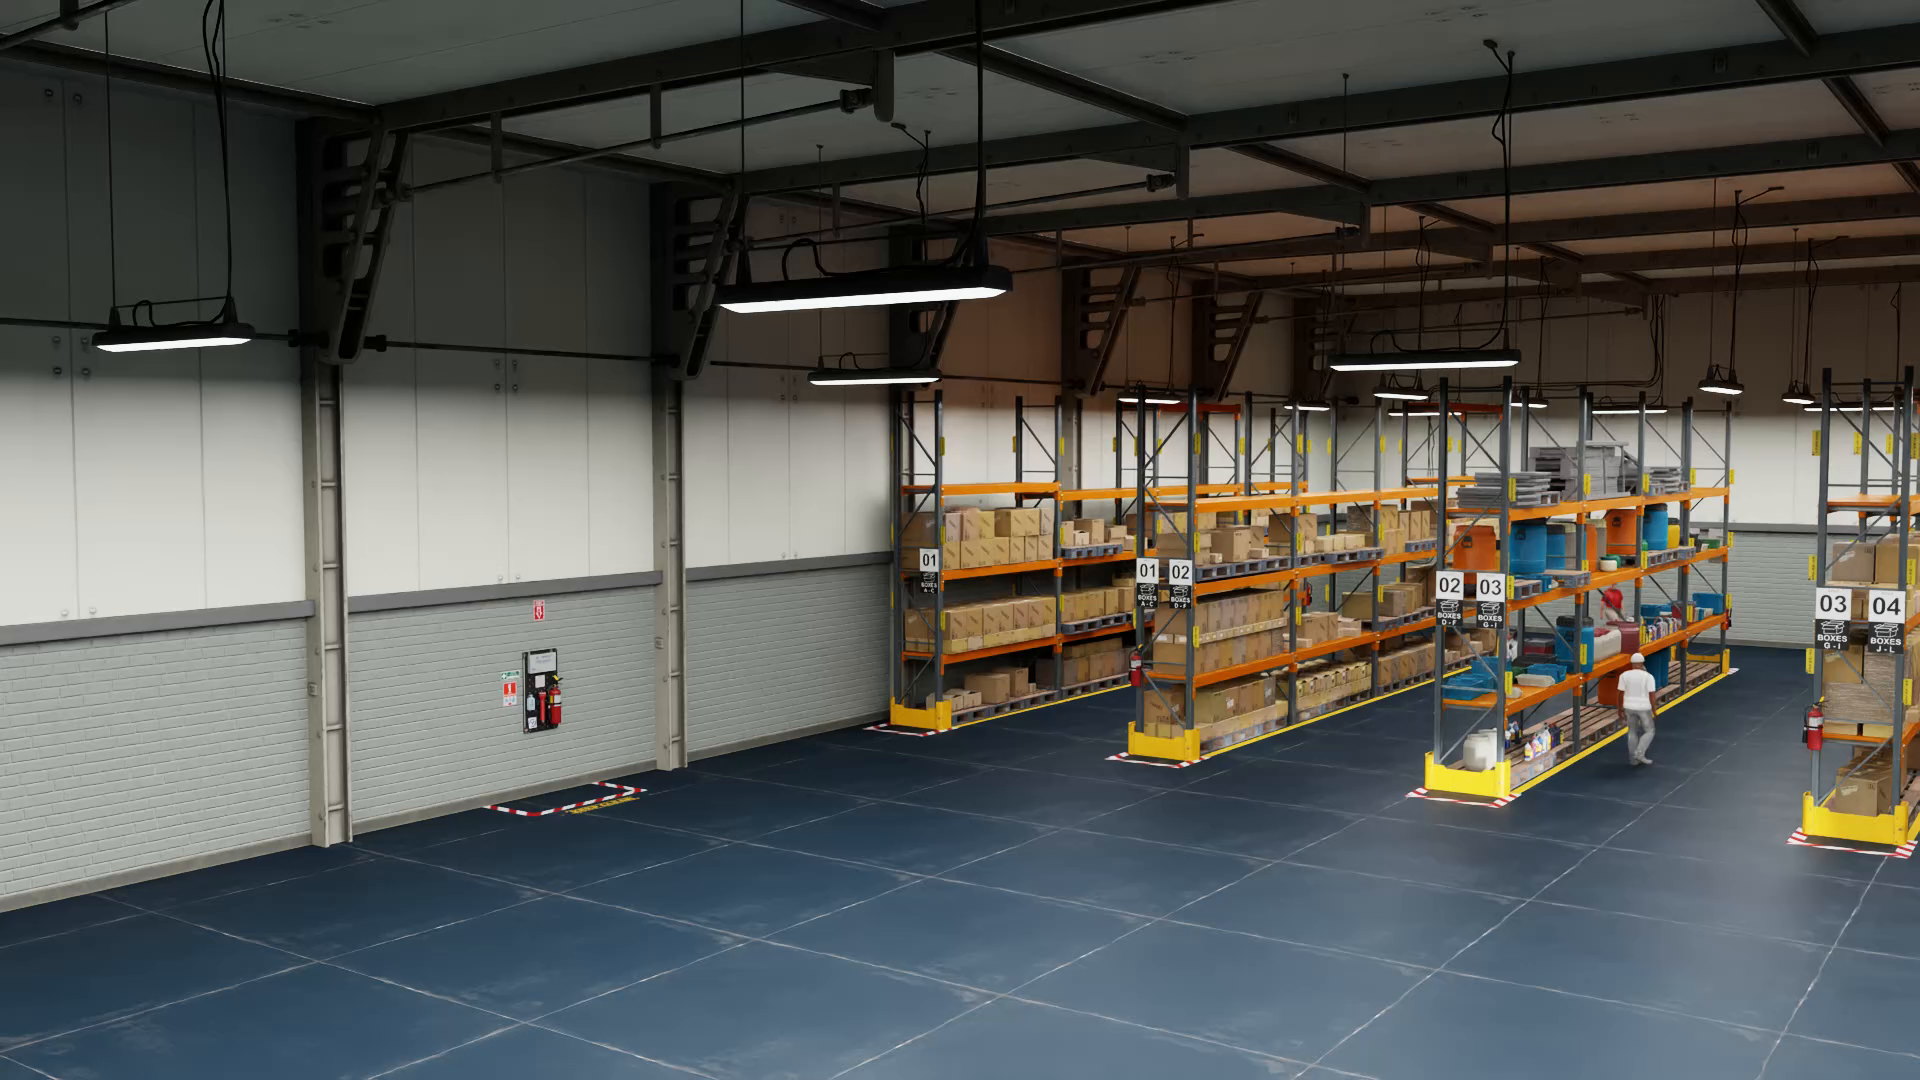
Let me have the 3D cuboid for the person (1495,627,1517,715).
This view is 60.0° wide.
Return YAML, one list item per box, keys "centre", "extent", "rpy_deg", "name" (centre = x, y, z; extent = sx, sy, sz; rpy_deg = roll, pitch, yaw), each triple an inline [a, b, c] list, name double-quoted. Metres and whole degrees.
- centre: [10.171, 2.416, 31.027]
  extent: [0.965, 1.623, 0.545]
  rpy_deg: [-2, 4, -37]
  name: "person"

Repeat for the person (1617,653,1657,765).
- centre: [10.617, 2.659, 26.091]
  extent: [0.595, 1.767, 0.547]
  rpy_deg: [3, 4, 41]
  name: "person"

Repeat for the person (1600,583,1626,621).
- centre: [16.573, 1.820, 42.106]
  extent: [0.528, 1.612, 1.075]
  rpy_deg: [-1, 3, -21]
  name: "person"
